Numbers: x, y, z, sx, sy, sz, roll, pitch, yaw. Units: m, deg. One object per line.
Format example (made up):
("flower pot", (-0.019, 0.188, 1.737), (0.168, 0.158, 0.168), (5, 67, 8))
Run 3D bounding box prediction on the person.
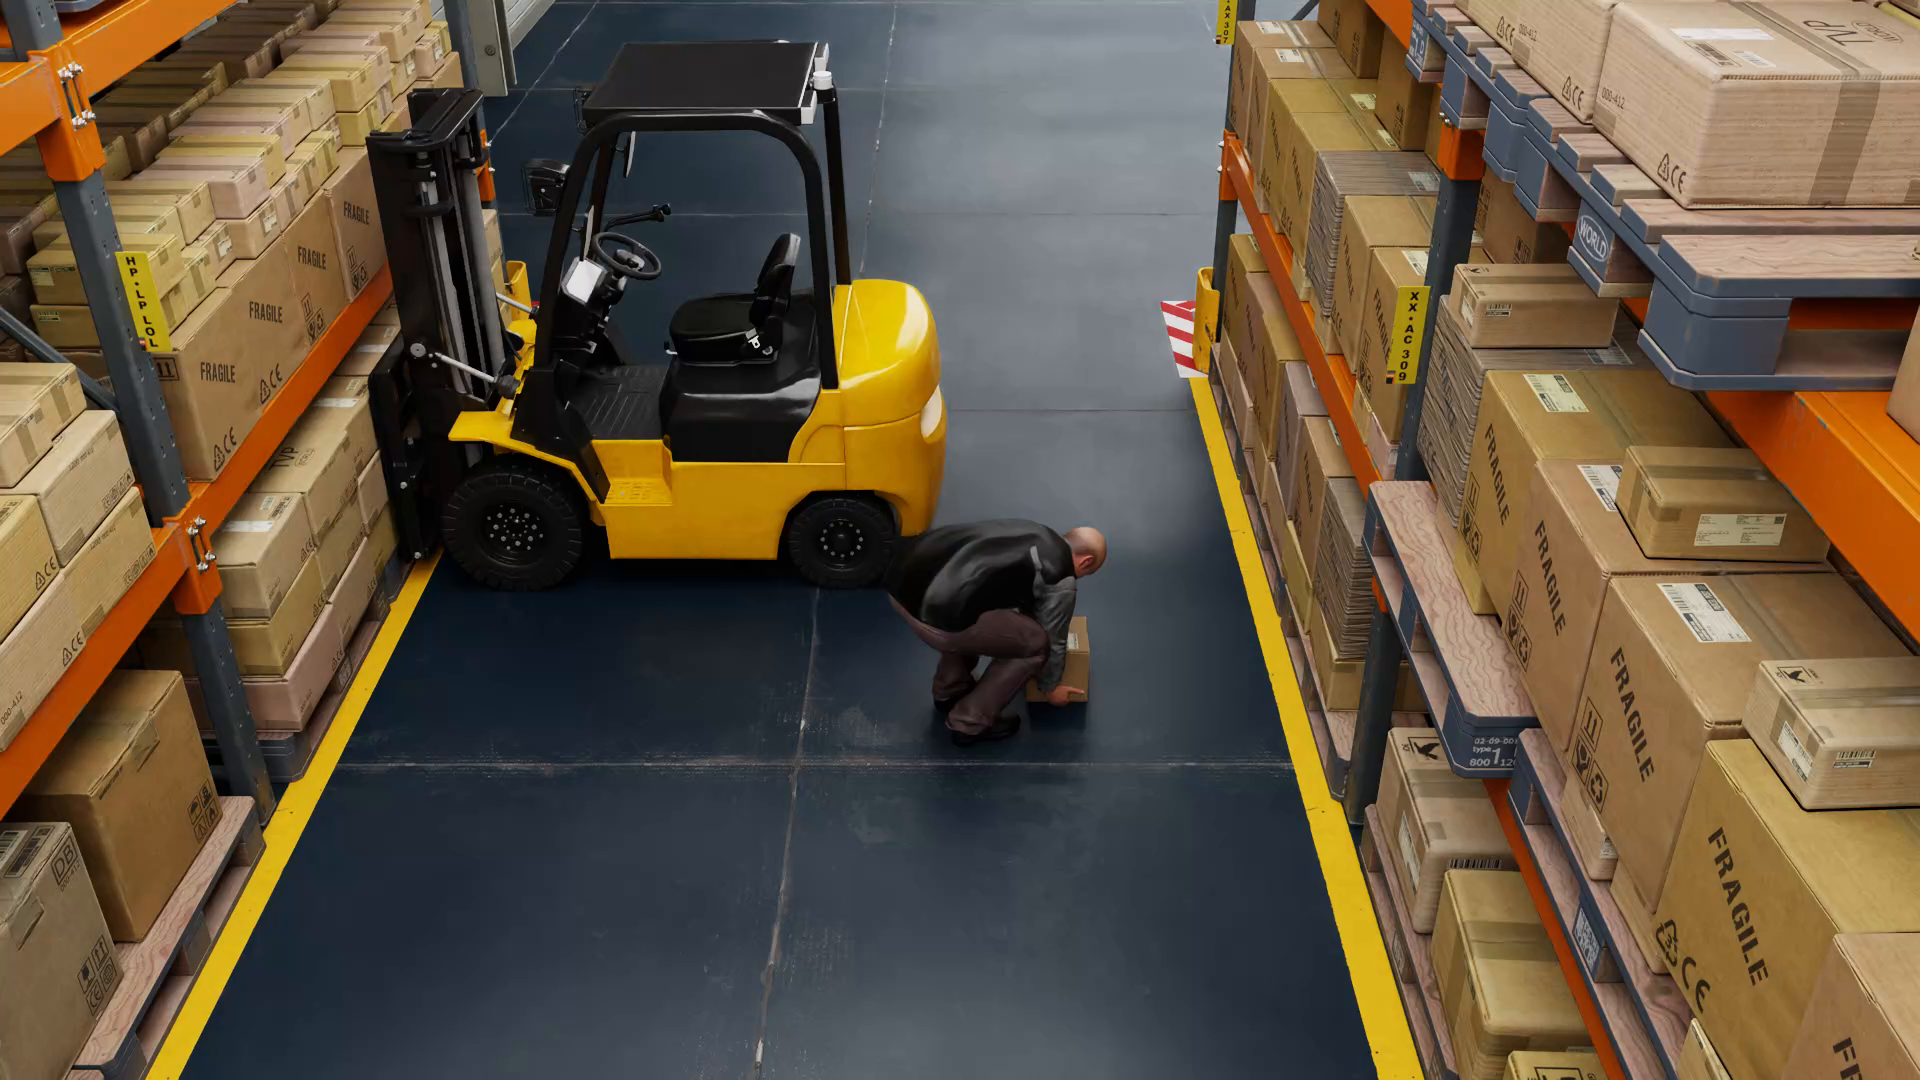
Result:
("person", (0.168, 0.299, 6.502), (0.951, 0.885, 0.506), (-18, 36, -27))
